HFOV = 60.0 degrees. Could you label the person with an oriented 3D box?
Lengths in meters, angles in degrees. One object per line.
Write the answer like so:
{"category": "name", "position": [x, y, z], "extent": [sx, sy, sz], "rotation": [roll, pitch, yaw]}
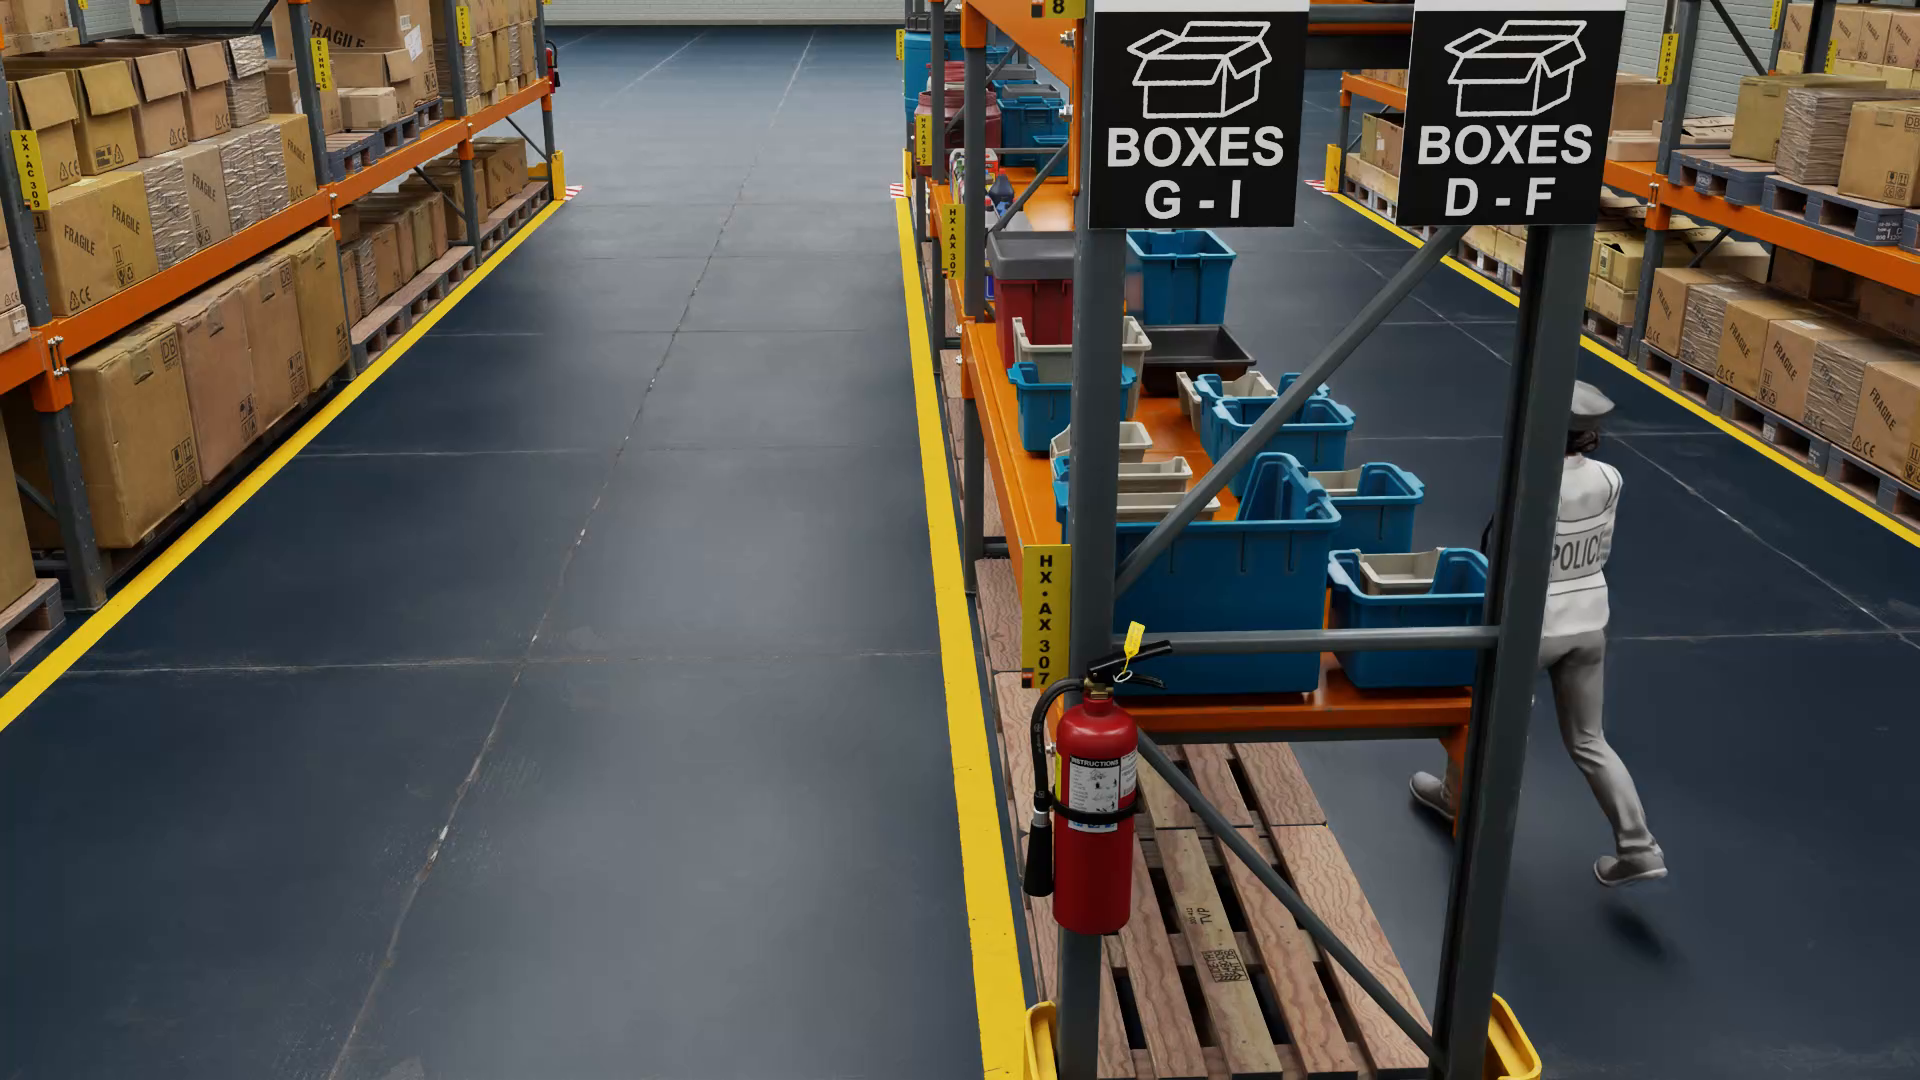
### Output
{"category": "person", "position": [1.889, 0.284, 5.287], "extent": [0.484, 1.621, 1.011], "rotation": [-8, 22, -20]}
